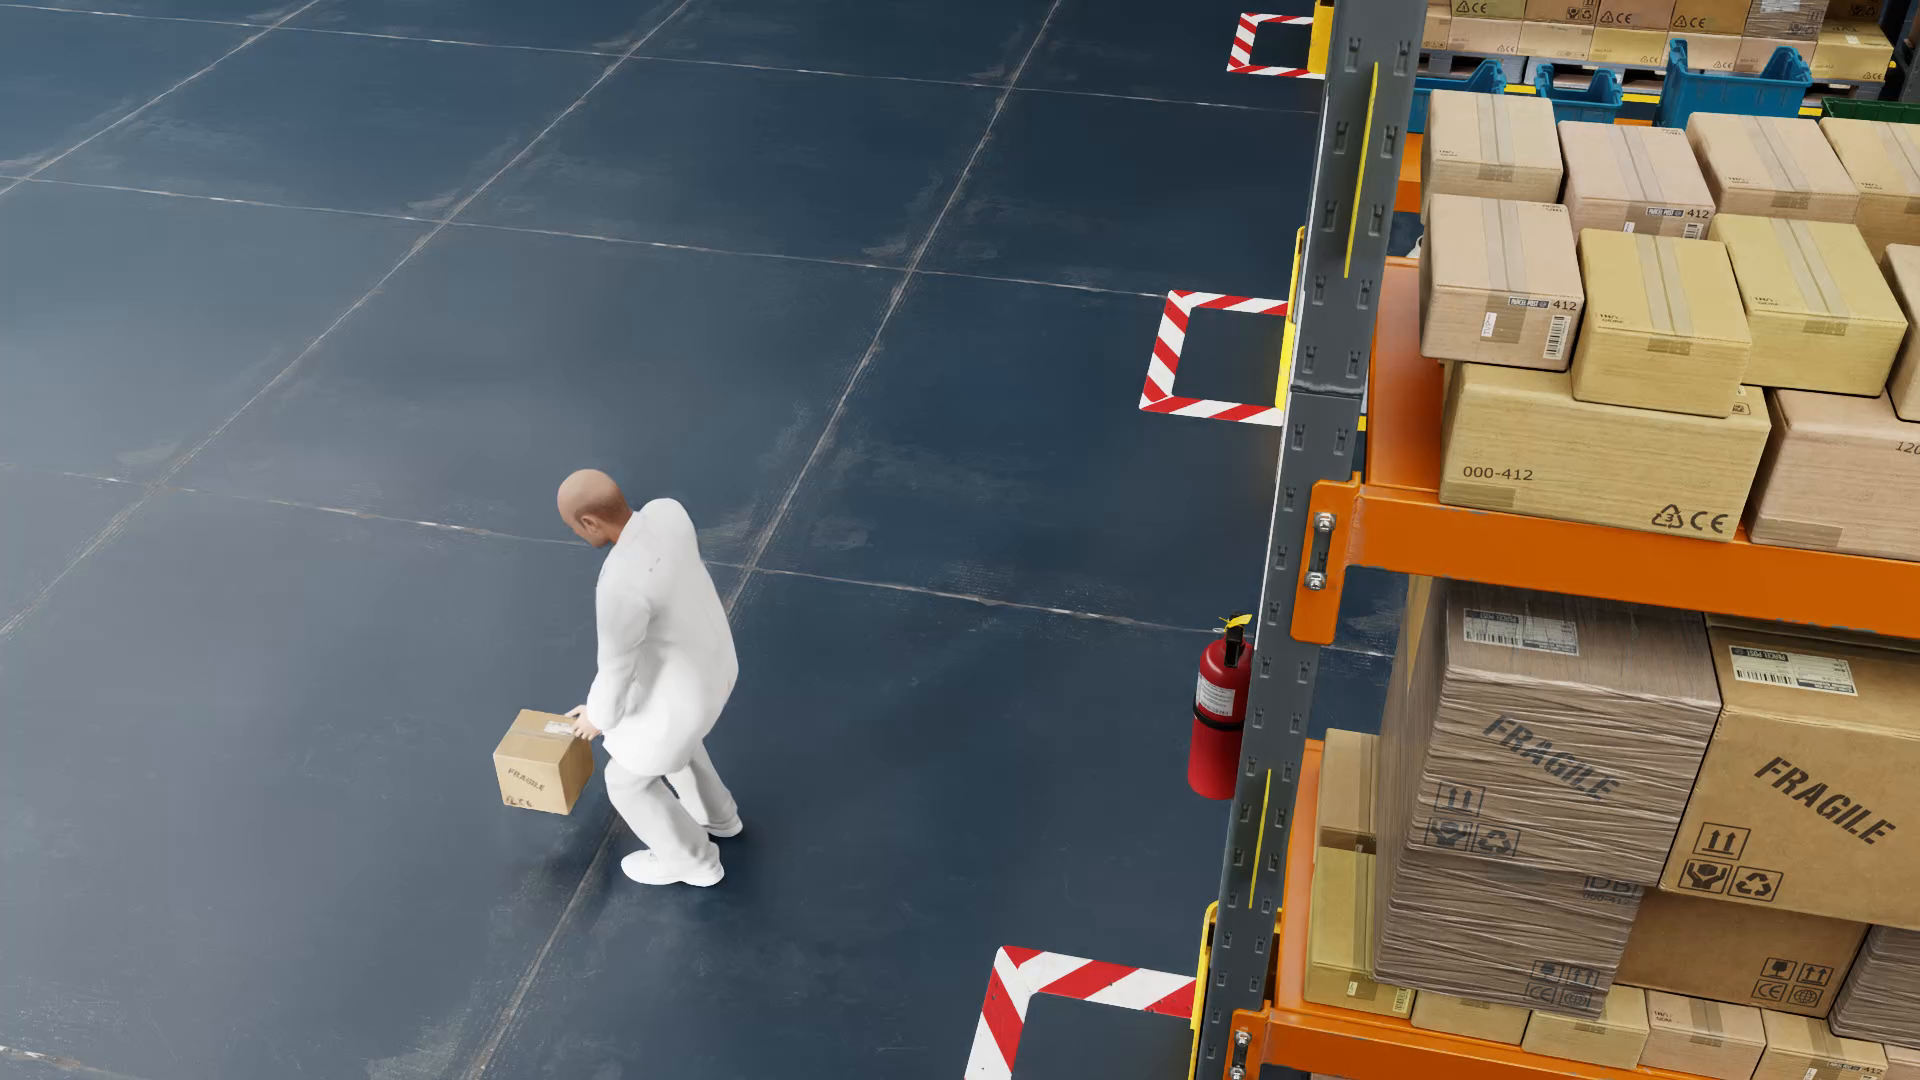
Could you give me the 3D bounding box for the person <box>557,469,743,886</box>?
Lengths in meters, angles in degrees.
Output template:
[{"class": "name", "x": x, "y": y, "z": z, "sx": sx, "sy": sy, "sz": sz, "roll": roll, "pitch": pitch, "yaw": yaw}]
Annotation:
[{"class": "person", "x": -1.015, "y": 0.486, "z": 5.602, "sx": 0.496, "sy": 1.662, "sz": 0.607, "roll": 8, "pitch": 37, "yaw": 11}]
